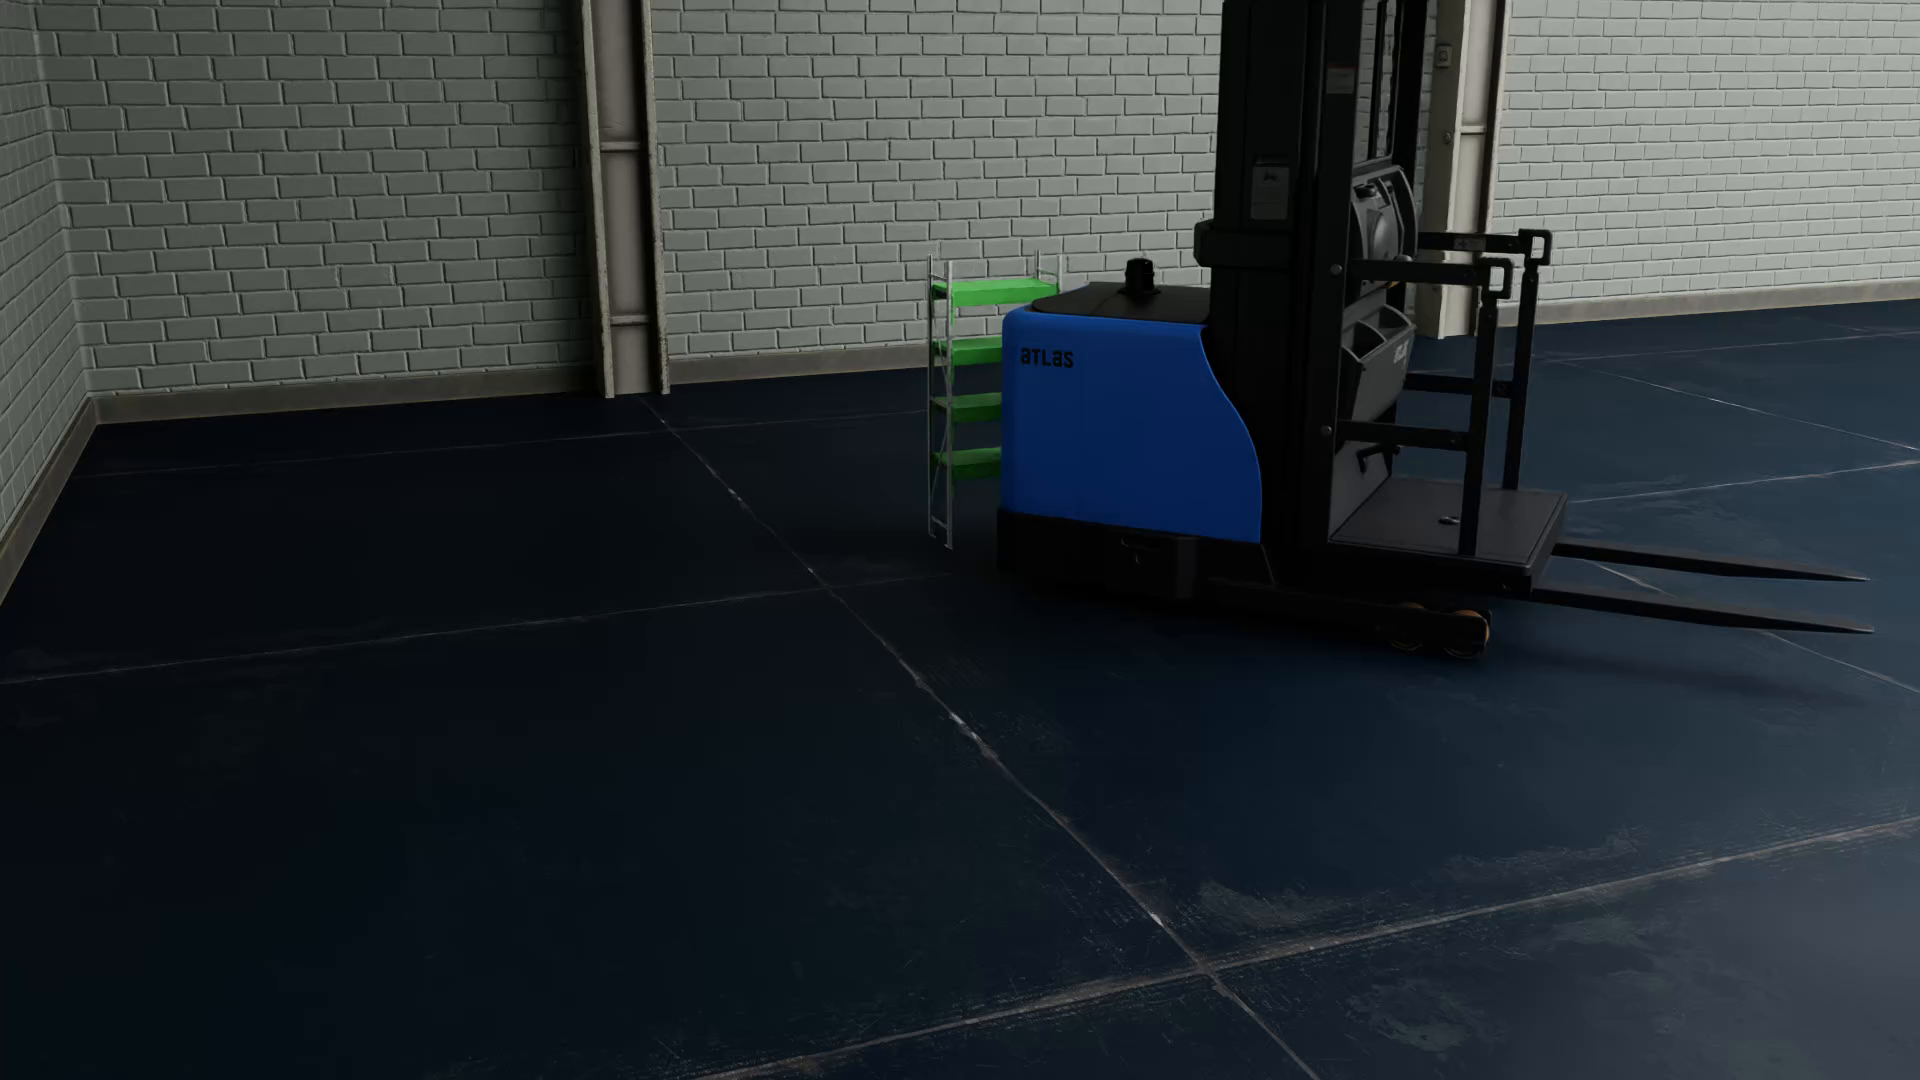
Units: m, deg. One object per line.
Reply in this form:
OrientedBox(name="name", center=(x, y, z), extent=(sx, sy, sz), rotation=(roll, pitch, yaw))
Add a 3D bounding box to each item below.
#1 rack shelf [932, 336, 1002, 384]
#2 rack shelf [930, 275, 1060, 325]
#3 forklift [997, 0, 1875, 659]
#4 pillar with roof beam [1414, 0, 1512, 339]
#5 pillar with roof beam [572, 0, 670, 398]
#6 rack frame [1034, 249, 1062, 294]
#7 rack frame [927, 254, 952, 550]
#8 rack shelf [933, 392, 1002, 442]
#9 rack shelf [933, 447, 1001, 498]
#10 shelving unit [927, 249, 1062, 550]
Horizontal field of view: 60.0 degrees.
OrientedBox(name="rack shelf", center=(0.141, -0.762, 6.940), extent=(0.480, 0.148, 0.258), rotation=(-7, 18, -21))
OrientedBox(name="rack shelf", center=(0.141, -0.993, 6.873), extent=(0.480, 0.148, 0.258), rotation=(-7, 18, -21))
OrientedBox(name="forklift", center=(1.699, -1.169, 5.876), extent=(3.031, 2.935, 1.130), rotation=(8, 18, 25))
OrientedBox(name="pillar with roof beam", center=(5.136, -4.704, 7.144), extent=(0.400, 9.000, 9.100), rotation=(-6, 17, -20))
OrientedBox(name="pillar with roof beam", center=(-0.467, -4.099, 5.084), extent=(0.400, 9.000, 9.100), rotation=(-6, 17, -20))
OrientedBox(name="rack frame", center=(0.367, -0.620, 7.079), extent=(0.015, 1.200, 0.240), rotation=(-7, 18, -21))
OrientedBox(name="rack frame", center=(-0.084, -0.567, 6.901), extent=(0.015, 1.200, 0.240), rotation=(-7, 18, -21))
OrientedBox(name="rack shelf", center=(0.141, -0.532, 7.008), extent=(0.480, 0.148, 0.258), rotation=(-7, 18, -21))
OrientedBox(name="rack shelf", center=(0.141, -0.302, 7.076), extent=(0.480, 0.148, 0.258), rotation=(-7, 18, -21))
OrientedBox(name="shelving unit", center=(0.141, -0.594, 6.990), extent=(0.503, 1.200, 0.258), rotation=(-7, 18, -21))
